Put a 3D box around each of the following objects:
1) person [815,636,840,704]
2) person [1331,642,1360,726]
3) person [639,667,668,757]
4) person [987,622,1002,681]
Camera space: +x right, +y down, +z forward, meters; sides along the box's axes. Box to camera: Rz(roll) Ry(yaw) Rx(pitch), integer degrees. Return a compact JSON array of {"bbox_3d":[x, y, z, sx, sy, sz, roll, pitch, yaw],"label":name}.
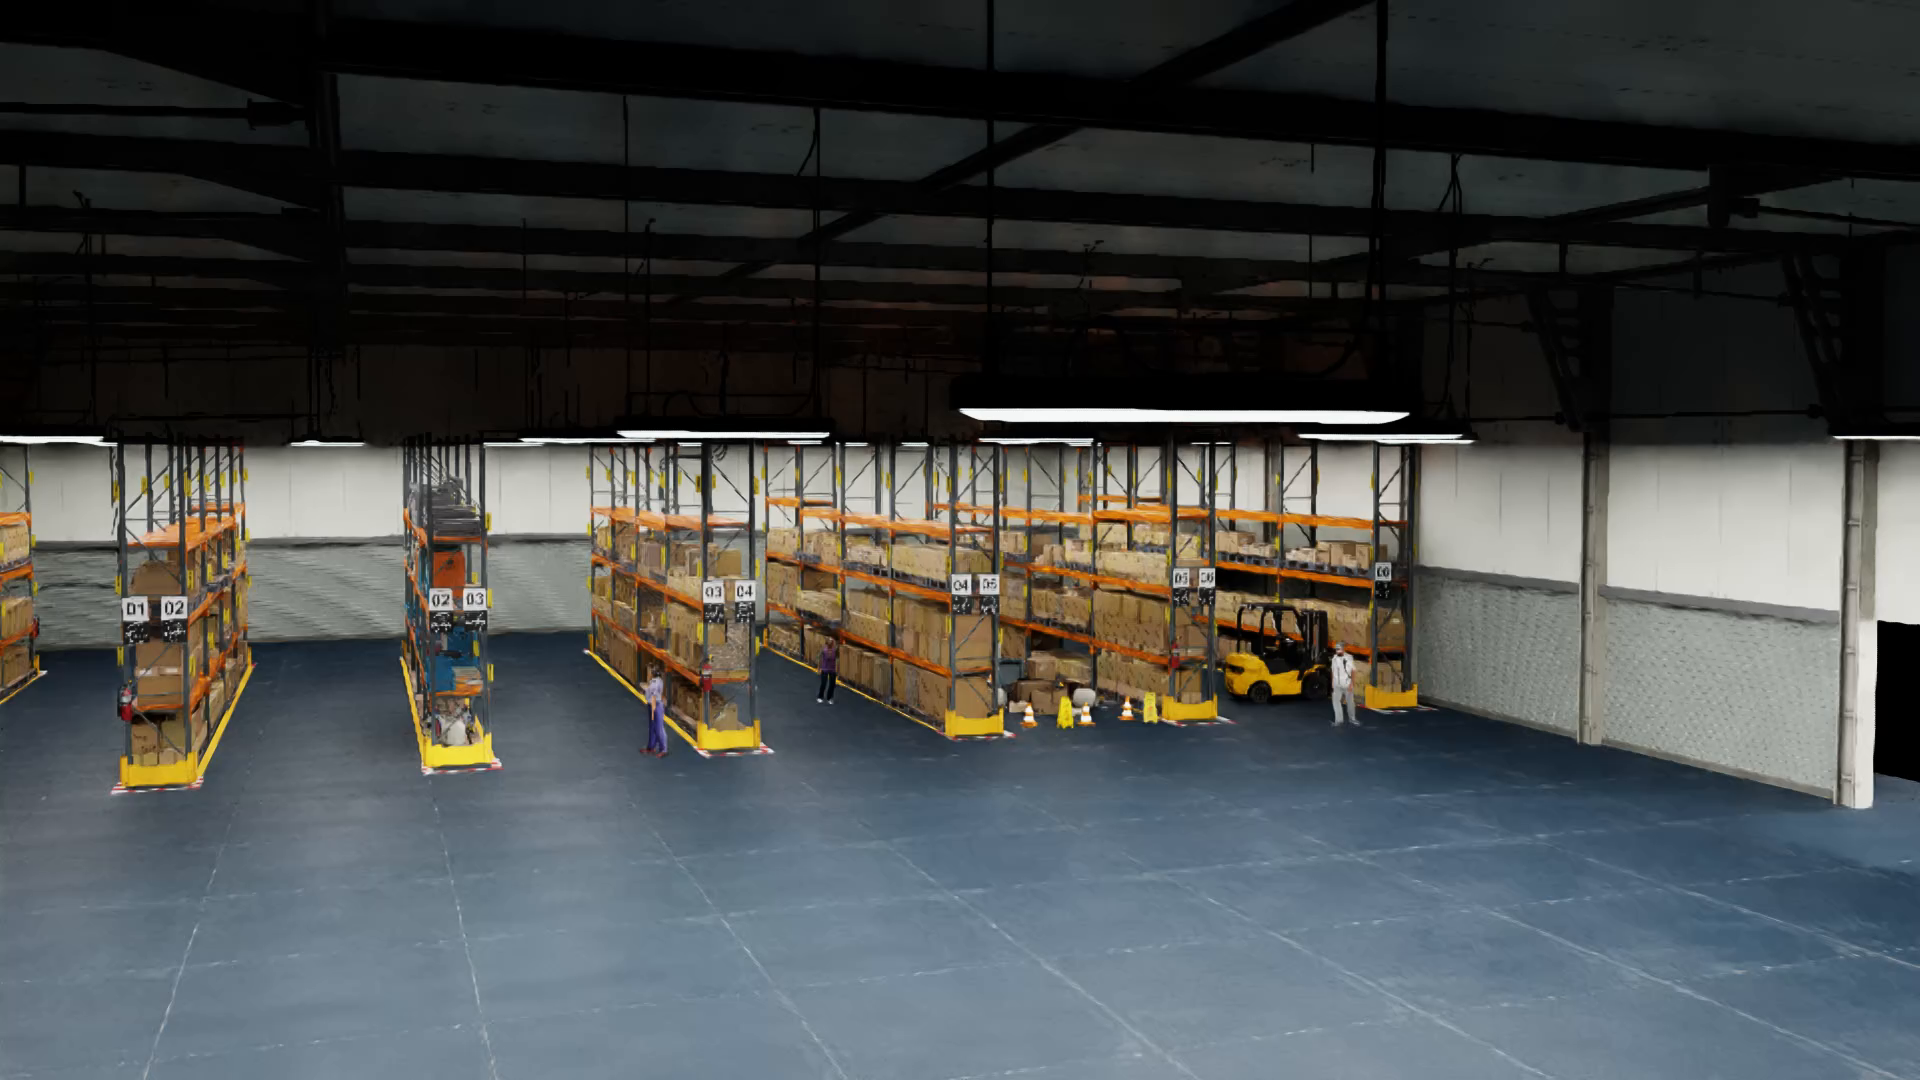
[{"bbox_3d":[-2.955,2.902,37.108,0.566,1.541,0.519,-1,3,-23],"label":"person"},{"bbox_3d":[7.931,2.952,34.307,0.586,1.735,0.634,2,4,37],"label":"person"},{"bbox_3d":[-5.721,3.179,31.013,0.606,1.626,0.685,0,3,1],"label":"person"},{"bbox_3d":[0.808,2.637,40.430,0.548,1.655,0.537,0,3,7],"label":"person"}]
